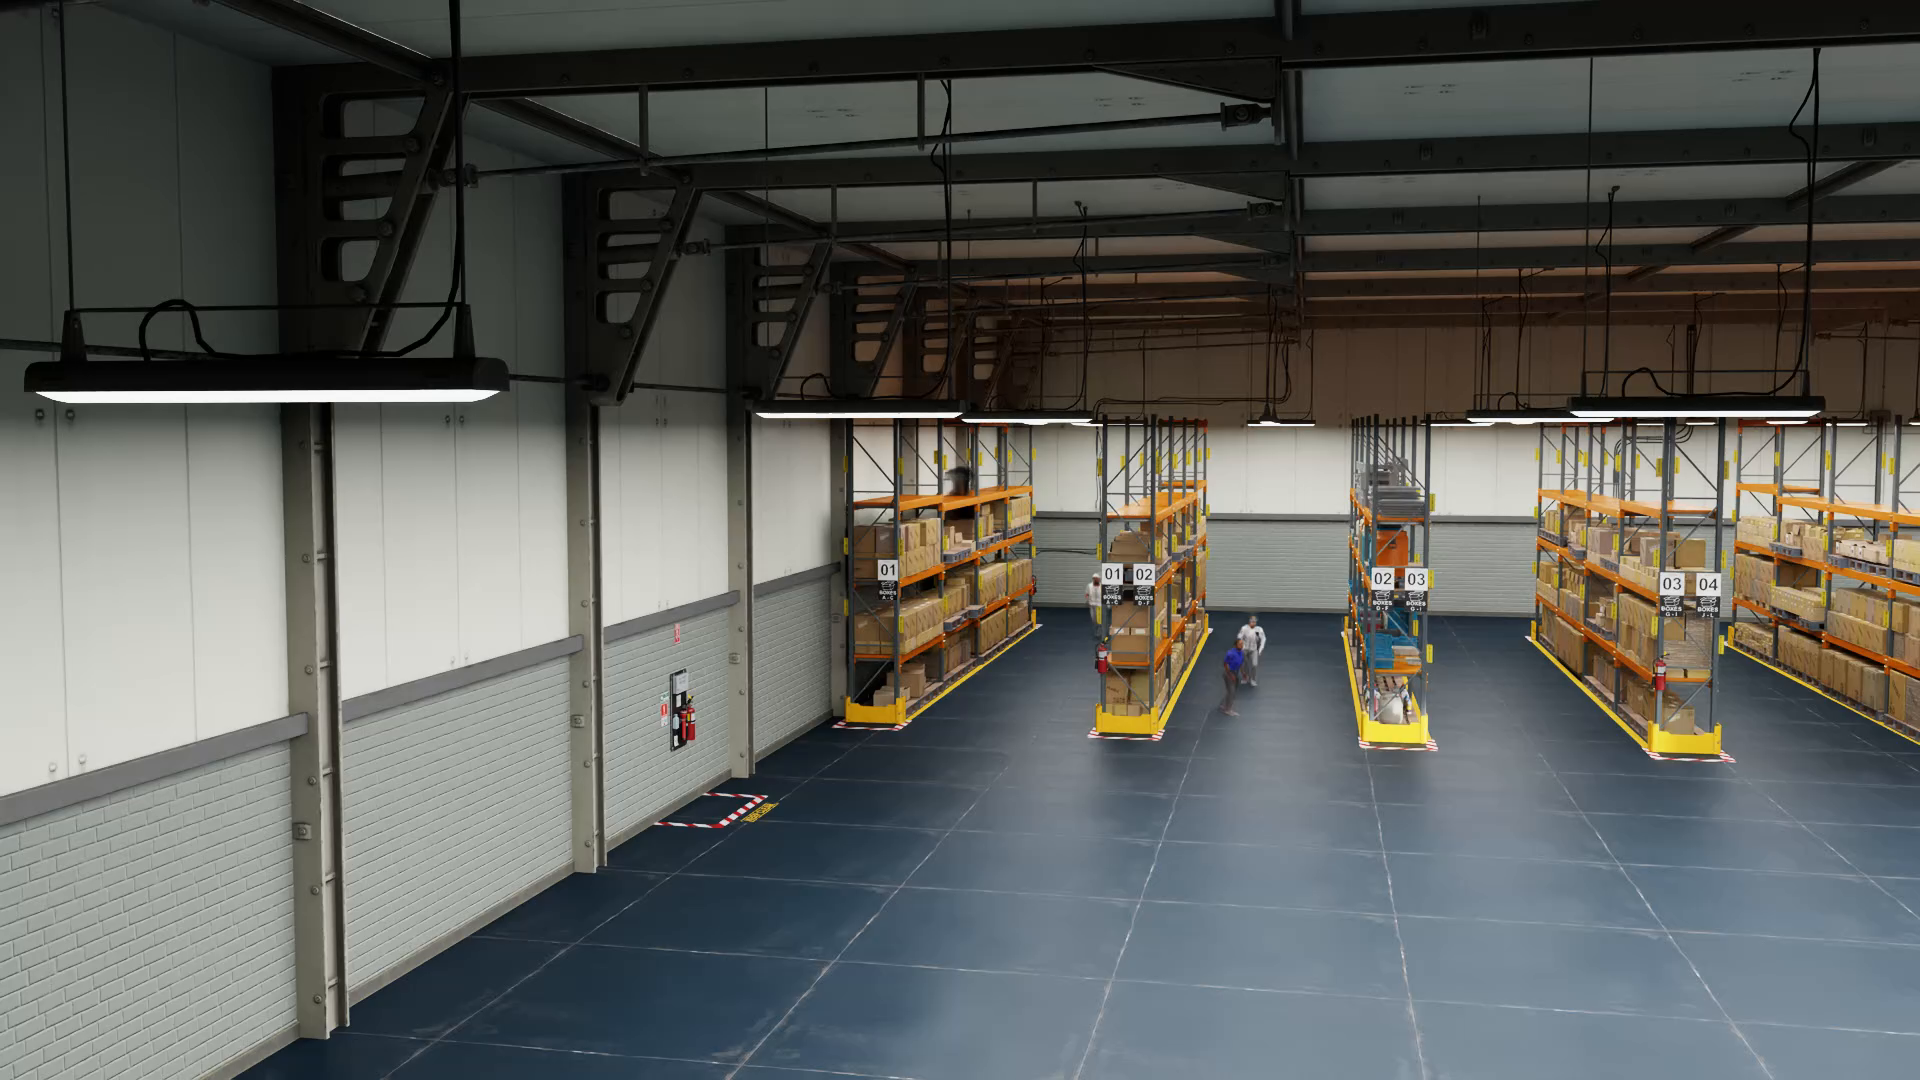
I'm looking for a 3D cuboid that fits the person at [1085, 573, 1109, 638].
[{"bbox_3d":[3.751,1.802,45.589,0.663,1.784,0.794,1,4,18],"label":"person"}]

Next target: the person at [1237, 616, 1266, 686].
[{"bbox_3d":[6.529,2.459,37.265,0.596,1.586,0.669,1,4,21],"label":"person"}]

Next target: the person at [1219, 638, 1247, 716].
[{"bbox_3d":[5.430,2.733,33.342,0.593,1.588,0.736,-3,5,-41],"label":"person"}]
